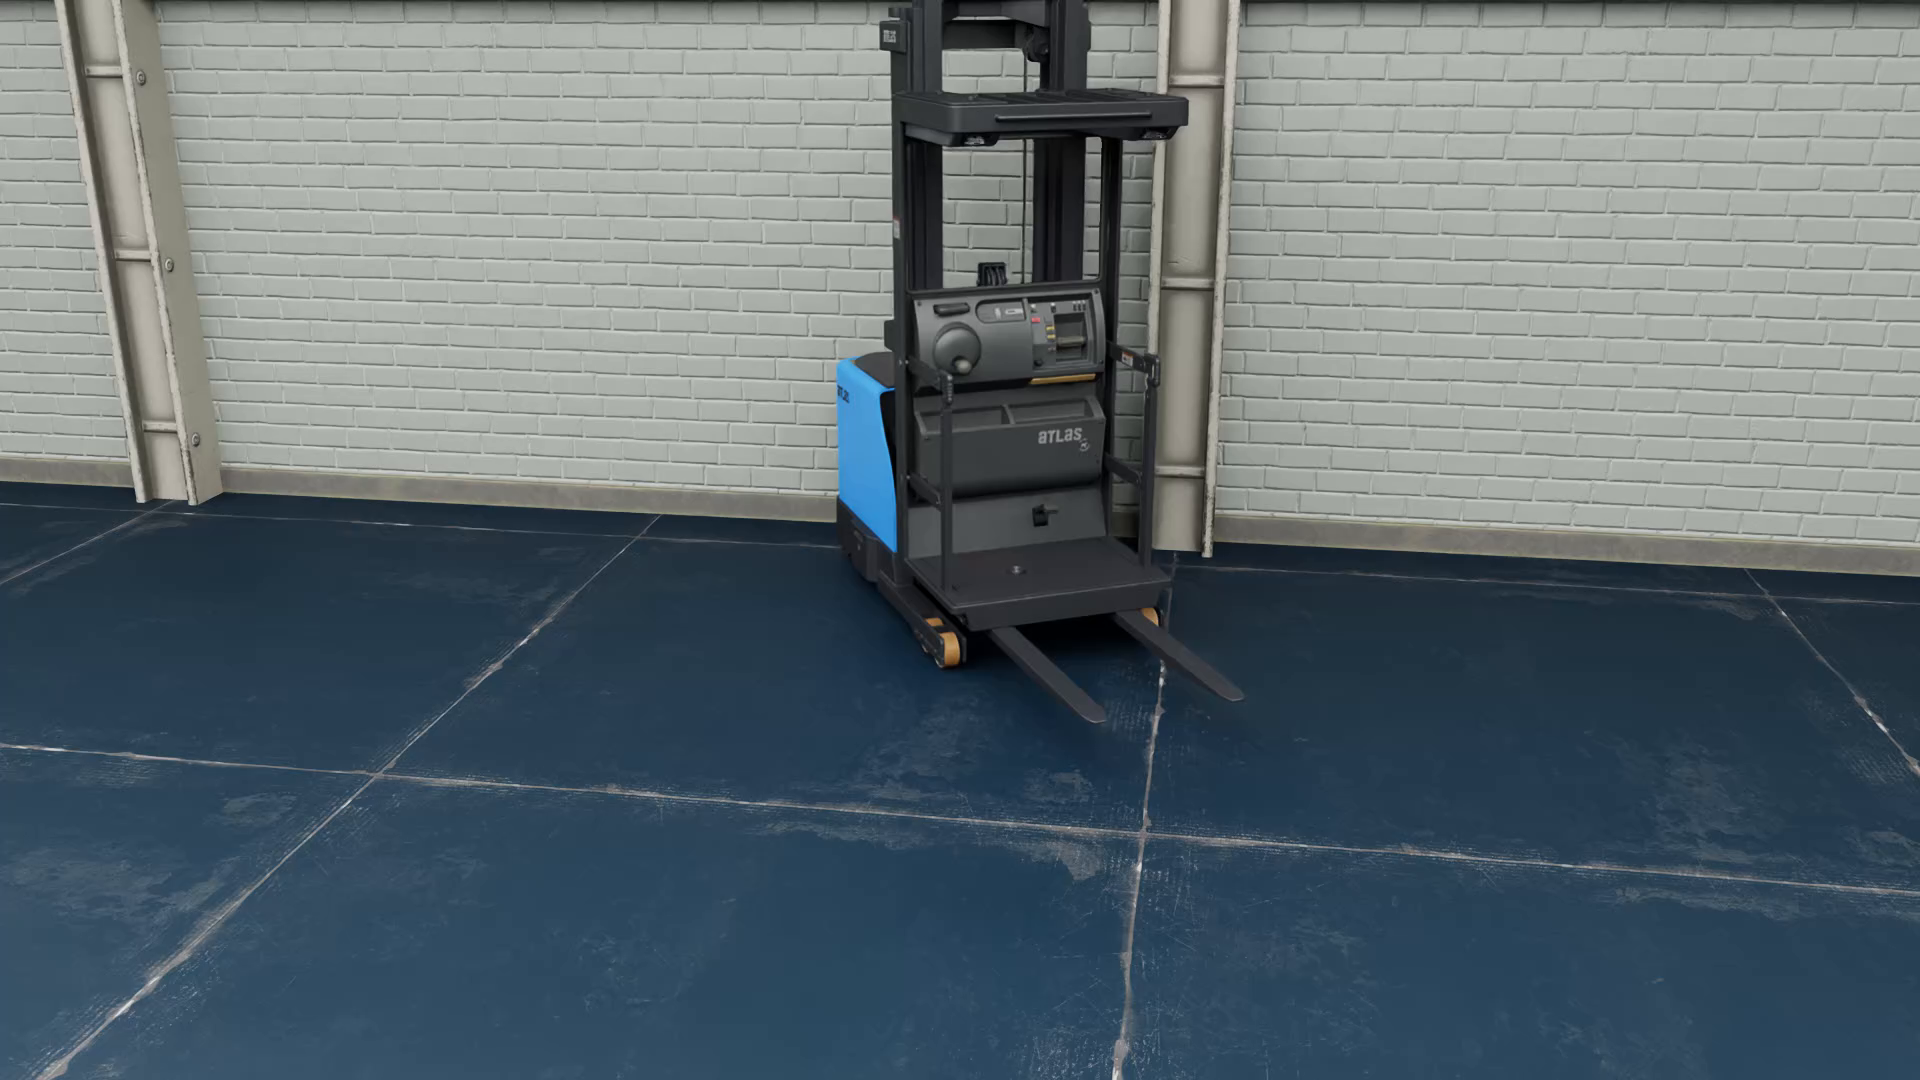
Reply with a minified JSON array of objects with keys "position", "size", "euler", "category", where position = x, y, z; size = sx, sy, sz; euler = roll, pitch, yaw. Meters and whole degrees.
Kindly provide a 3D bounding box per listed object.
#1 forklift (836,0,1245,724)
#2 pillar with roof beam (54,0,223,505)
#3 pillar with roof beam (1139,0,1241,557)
[{"position":[0.313,-0.954,7.535],"size":[1.130,2.935,3.031],"euler":[-7,20,-19],"category":"forklift"},{"position":[-5.410,-3.185,4.639],"size":[0.400,9.000,9.100],"euler":[3,19,9],"category":"pillar with roof beam"},{"position":[0.514,-2.883,3.737],"size":[0.400,9.000,9.100],"euler":[3,19,9],"category":"pillar with roof beam"}]
